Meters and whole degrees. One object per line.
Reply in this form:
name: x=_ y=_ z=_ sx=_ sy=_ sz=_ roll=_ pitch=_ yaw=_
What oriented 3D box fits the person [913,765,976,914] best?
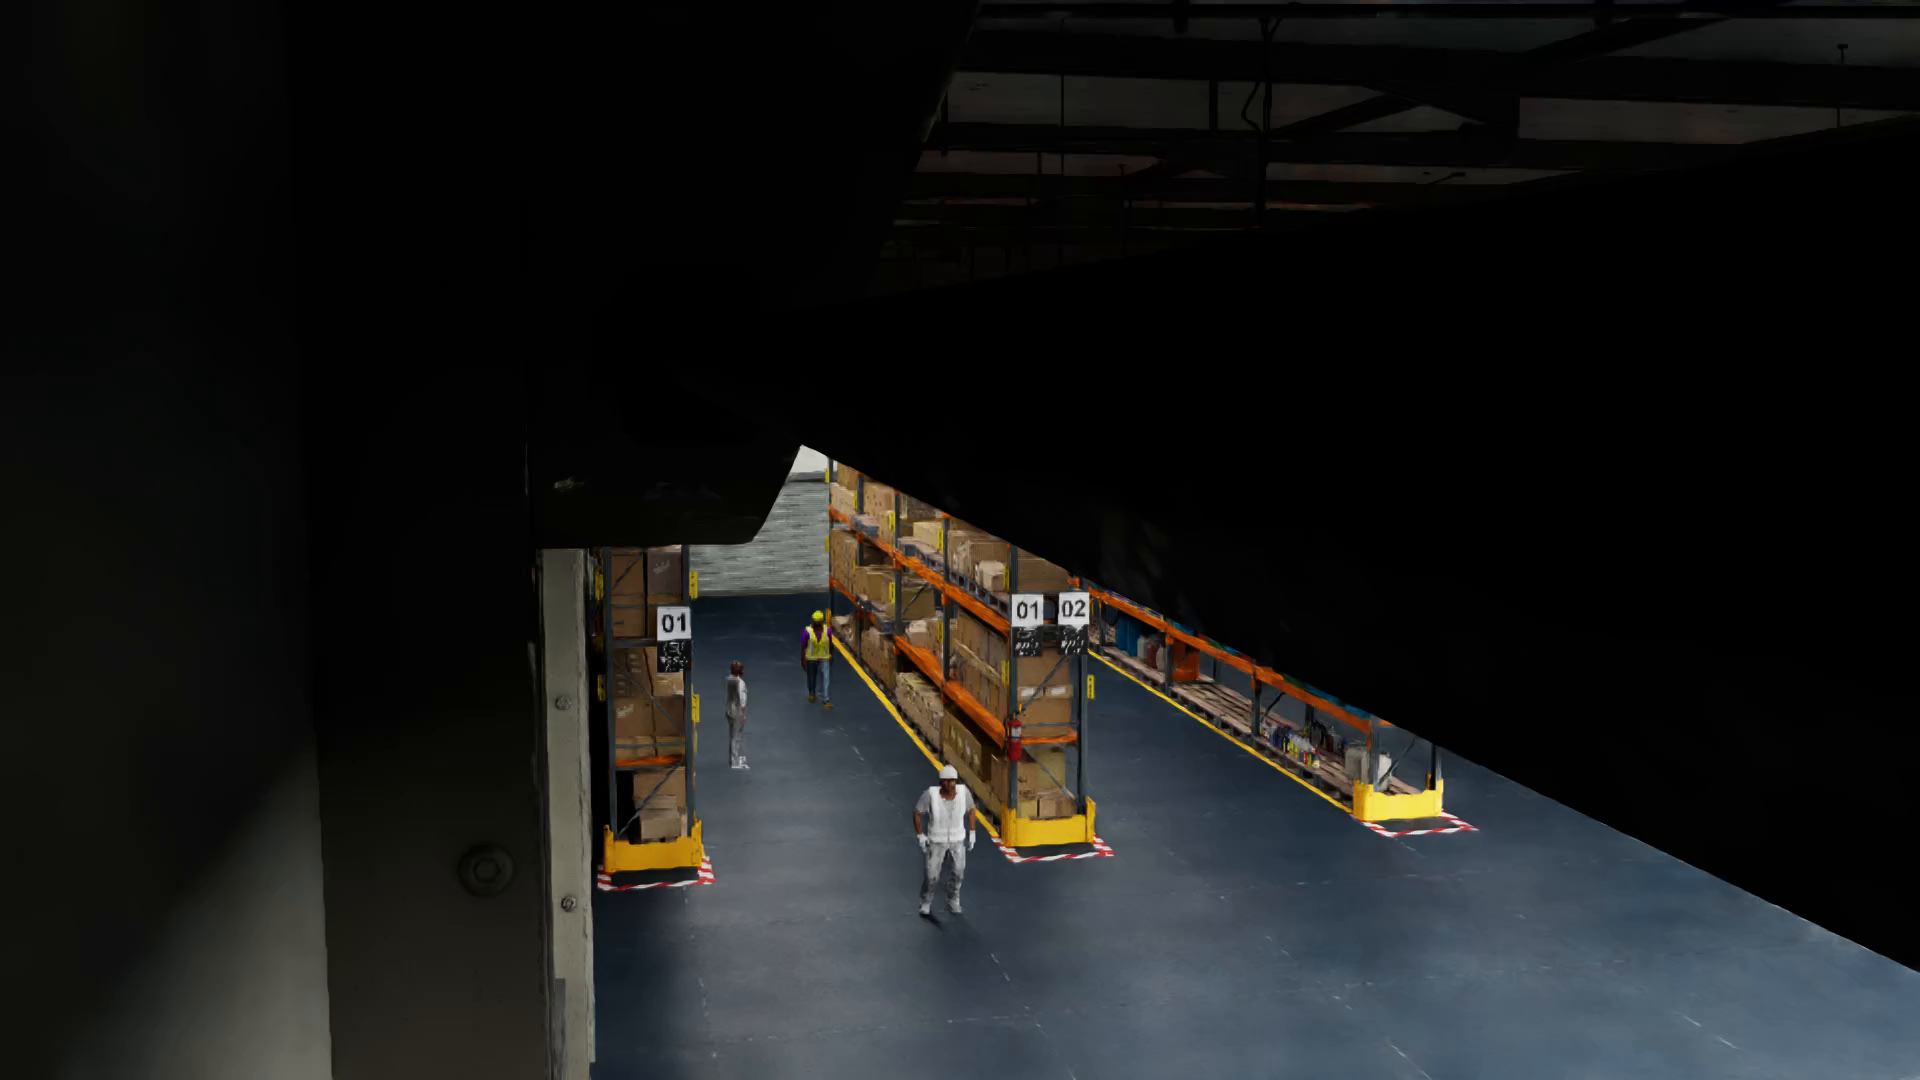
person: x=-0.162 y=3.306 z=18.351 sx=0.702 sy=1.735 sz=0.549 roll=-2 pitch=7 yaw=-14

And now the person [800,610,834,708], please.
person: x=-2.487 y=2.047 z=28.967 sx=0.577 sy=1.691 sz=1.121 roll=-1 pitch=7 yaw=-10

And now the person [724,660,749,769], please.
person: x=-3.304 y=2.585 z=24.796 sx=0.420 sy=1.602 sz=0.506 roll=-5 pitch=9 yaw=-38
